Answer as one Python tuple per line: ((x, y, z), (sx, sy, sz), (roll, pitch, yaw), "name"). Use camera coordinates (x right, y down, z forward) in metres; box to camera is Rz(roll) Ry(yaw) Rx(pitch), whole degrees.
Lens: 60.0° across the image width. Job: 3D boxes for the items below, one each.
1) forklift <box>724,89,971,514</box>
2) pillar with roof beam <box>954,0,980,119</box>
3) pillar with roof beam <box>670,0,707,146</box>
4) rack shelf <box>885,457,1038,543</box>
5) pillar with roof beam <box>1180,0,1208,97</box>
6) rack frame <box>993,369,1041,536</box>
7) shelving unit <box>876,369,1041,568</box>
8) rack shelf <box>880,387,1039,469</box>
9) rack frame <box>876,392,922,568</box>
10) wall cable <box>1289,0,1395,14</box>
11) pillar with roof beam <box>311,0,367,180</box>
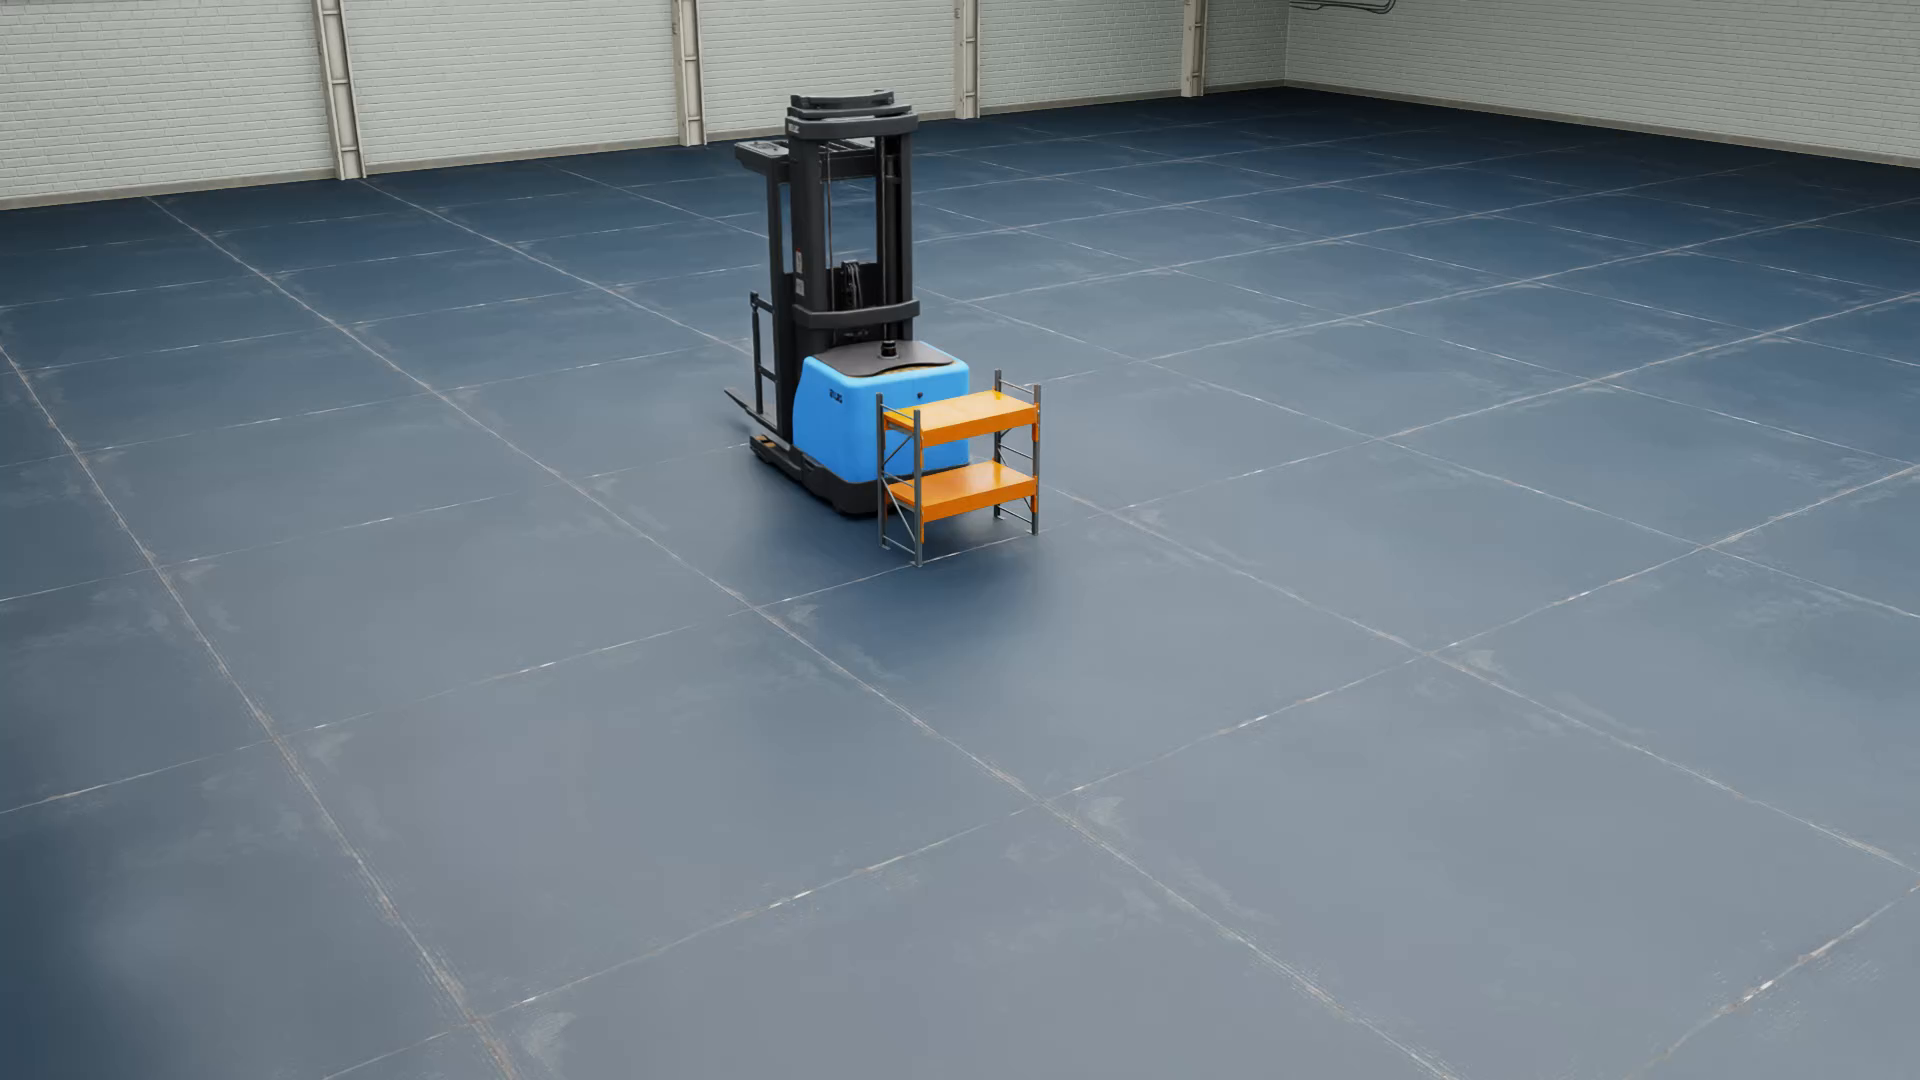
((-1.063, -2.056, 13.095), (1.130, 2.935, 3.031), (-11, 24, -26), "forklift")
((2.654, -11.196, 27.811), (0.400, 9.000, 9.100), (-15, 26, -33), "pillar with roof beam")
((-2.216, -9.897, 24.557), (0.400, 9.000, 9.100), (-15, 26, -33), "pillar with roof beam")
((-0.005, -0.294, 11.775), (1.000, 0.278, 0.538), (-15, 26, -33), "rack shelf")
((7.525, -12.494, 31.066), (0.400, 9.000, 9.100), (-15, 26, -33), "pillar with roof beam")
((0.407, -0.631, 11.960), (0.032, 1.125, 0.500), (-15, 26, -33), "rack frame")
((-0.005, -0.521, 11.684), (1.048, 1.125, 0.538), (-15, 26, -33), "shelving unit")
((-0.005, -0.793, 11.576), (1.000, 0.278, 0.538), (-15, 26, -33), "rack shelf")
((-0.418, -0.411, 11.408), (0.032, 1.125, 0.500), (-15, 26, -33), "rack frame")
((8.174, -12.587, 35.488), (0.112, 2.526, 3.097), (-15, 26, -33), "wall cable")
((-7.087, -8.598, 21.302), (0.400, 9.000, 9.100), (-15, 26, -33), "pillar with roof beam")
